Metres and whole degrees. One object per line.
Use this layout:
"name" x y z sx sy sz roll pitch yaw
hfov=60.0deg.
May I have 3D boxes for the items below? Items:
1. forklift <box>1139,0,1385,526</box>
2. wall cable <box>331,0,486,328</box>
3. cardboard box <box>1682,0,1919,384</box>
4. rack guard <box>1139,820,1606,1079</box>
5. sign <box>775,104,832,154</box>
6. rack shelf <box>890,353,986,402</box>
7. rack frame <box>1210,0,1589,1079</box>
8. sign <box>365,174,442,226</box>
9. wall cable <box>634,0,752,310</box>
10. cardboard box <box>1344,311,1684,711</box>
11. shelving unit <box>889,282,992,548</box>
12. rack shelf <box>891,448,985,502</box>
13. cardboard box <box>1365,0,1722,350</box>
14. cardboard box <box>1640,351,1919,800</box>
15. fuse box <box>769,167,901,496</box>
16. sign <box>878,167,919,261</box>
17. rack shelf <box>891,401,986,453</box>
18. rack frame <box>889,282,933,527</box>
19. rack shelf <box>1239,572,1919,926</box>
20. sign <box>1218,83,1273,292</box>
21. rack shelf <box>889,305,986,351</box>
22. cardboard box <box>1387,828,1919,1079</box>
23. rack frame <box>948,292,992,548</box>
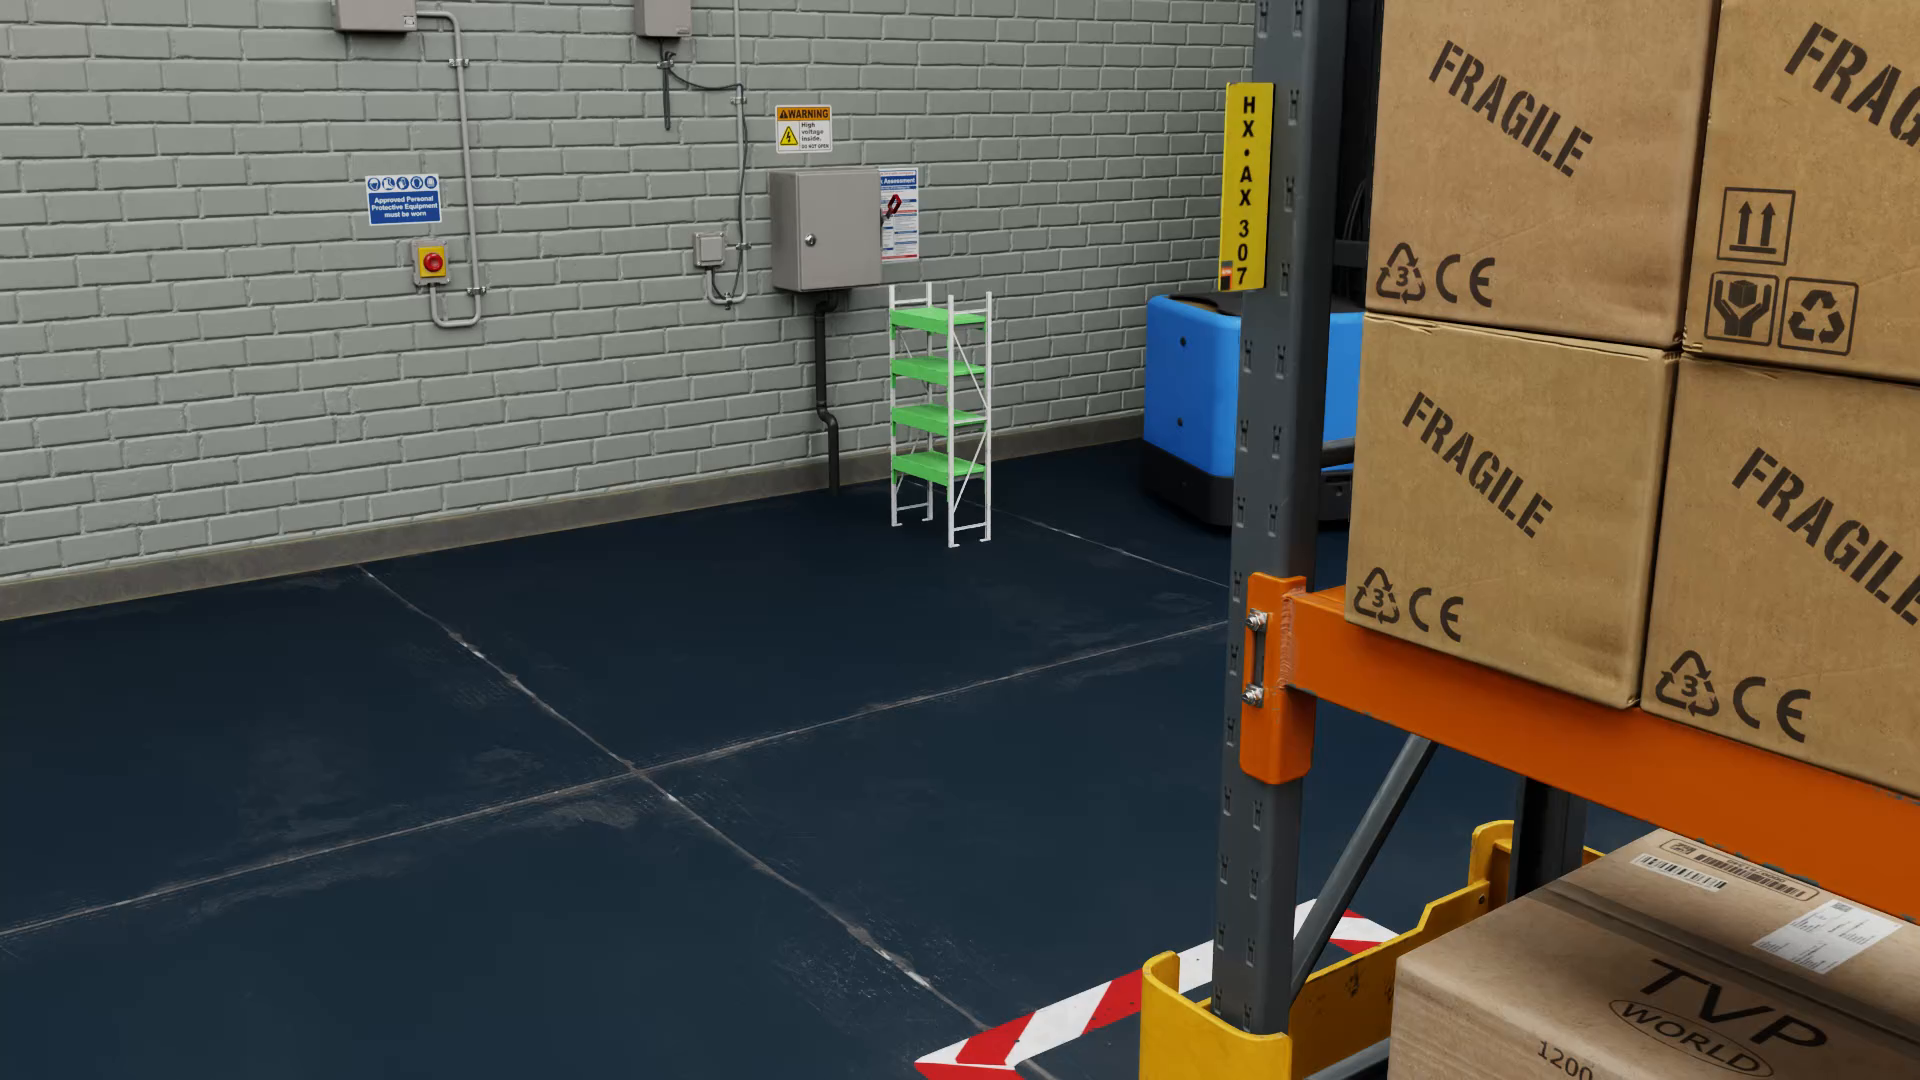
"forklift" 2.538 -1.648 8.546 3.031 2.935 1.130 -4 16 -15
"wall cable" -2.424 -1.900 7.351 0.585 1.953 0.123 -11 19 -35
"cardboard box" 1.272 -0.469 2.023 0.500 0.500 0.500 -11 19 -36
"rack guard" 0.897 1.006 3.452 1.175 0.500 0.348 -11 19 -35
"sign" -0.805 -2.123 8.588 0.339 0.242 0.001 -11 19 -35
"rack shelf" -0.097 -0.784 8.000 0.258 0.148 0.480 -11 19 -35
"rack frame" 0.911 -0.194 3.103 1.000 3.000 0.127 -11 19 -35
"sign" -2.499 -1.531 7.474 0.327 0.218 0.001 -11 19 -35
"wall cable" -1.283 -2.107 8.169 0.588 1.984 0.122 -11 19 -35
"cardboard box" 0.961 -0.095 2.553 0.500 0.500 0.500 -11 19 -35
"shelving unit" -0.097 -0.614 8.047 0.258 1.200 0.503 -11 19 -35
"rack shelf" -0.097 -0.321 8.127 0.258 0.148 0.480 -11 19 -35
"cardboard box" 0.963 -0.578 2.422 0.500 0.500 0.500 -11 19 -36
"cardboard box" 1.281 0.008 2.174 0.500 0.500 0.500 -11 19 -35
"fuse box" -0.639 -1.068 8.737 0.539 1.711 0.414 -11 19 -35
"sign" -0.361 -1.765 9.021 0.329 0.494 0.001 -11 19 -35
"rack shelf" -0.097 -0.552 8.064 0.258 0.148 0.480 -11 19 -35
"rack frame" -0.241 -0.666 8.237 0.240 1.200 0.015 -11 19 -35
"rack shelf" 2.087 0.580 1.638 1.077 0.370 4.000 -11 19 -35
"sign" 0.458 -0.565 2.669 0.100 0.325 0.005 -11 19 -35
"rack shelf" -0.097 -1.015 7.937 0.258 0.148 0.480 -11 19 -35
"cardboard box" 1.380 0.964 2.928 0.875 0.438 0.875 -12 19 -36
"rack frame" 0.046 -0.562 7.856 0.240 1.200 0.015 -11 19 -35
